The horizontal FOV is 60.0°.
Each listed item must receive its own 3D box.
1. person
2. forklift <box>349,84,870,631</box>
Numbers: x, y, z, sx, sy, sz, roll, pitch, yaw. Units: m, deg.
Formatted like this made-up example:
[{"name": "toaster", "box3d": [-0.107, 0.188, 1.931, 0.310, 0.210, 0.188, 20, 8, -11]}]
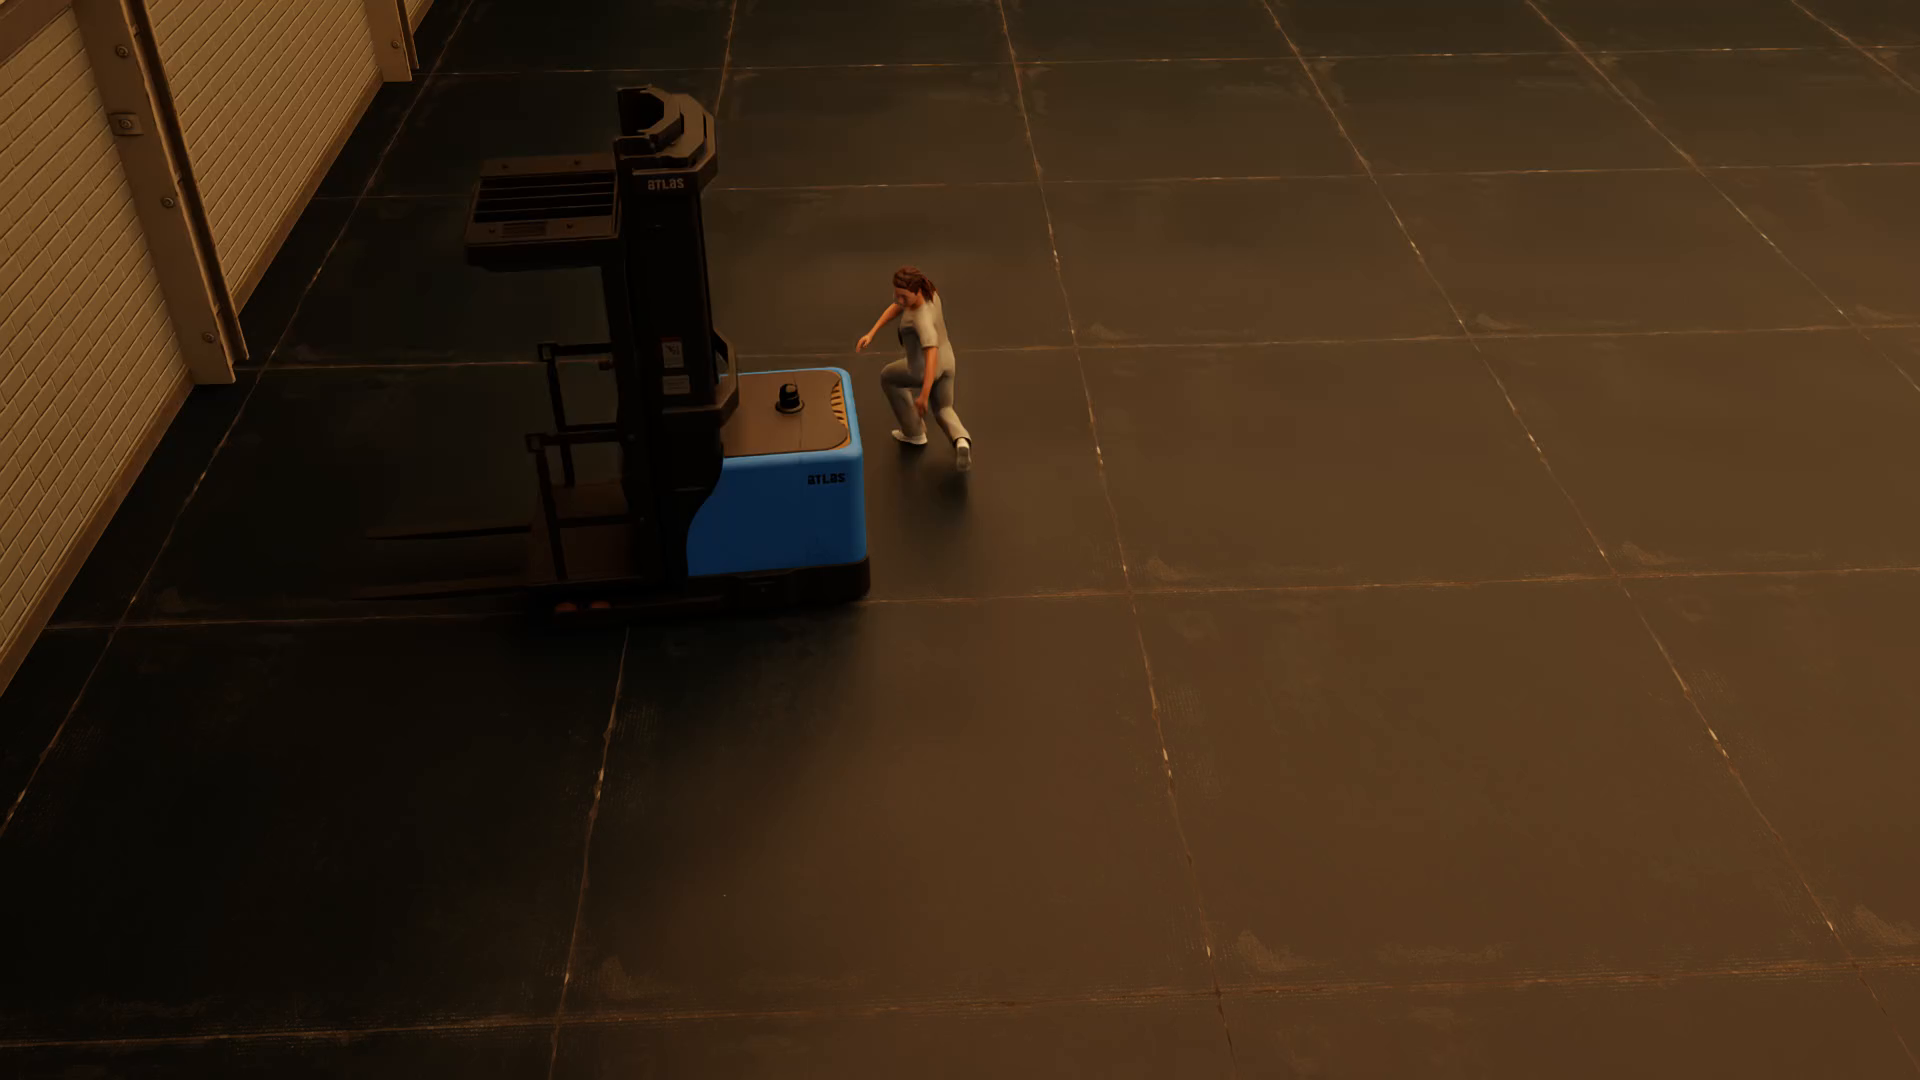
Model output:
[{"name": "person", "box3d": [-0.240, -1.125, 10.866, 0.867, 1.453, 0.576, 26, 44, 31]}, {"name": "forklift", "box3d": [-2.098, -0.983, 9.361, 3.031, 2.935, 1.130, -5, 36, -6]}]
